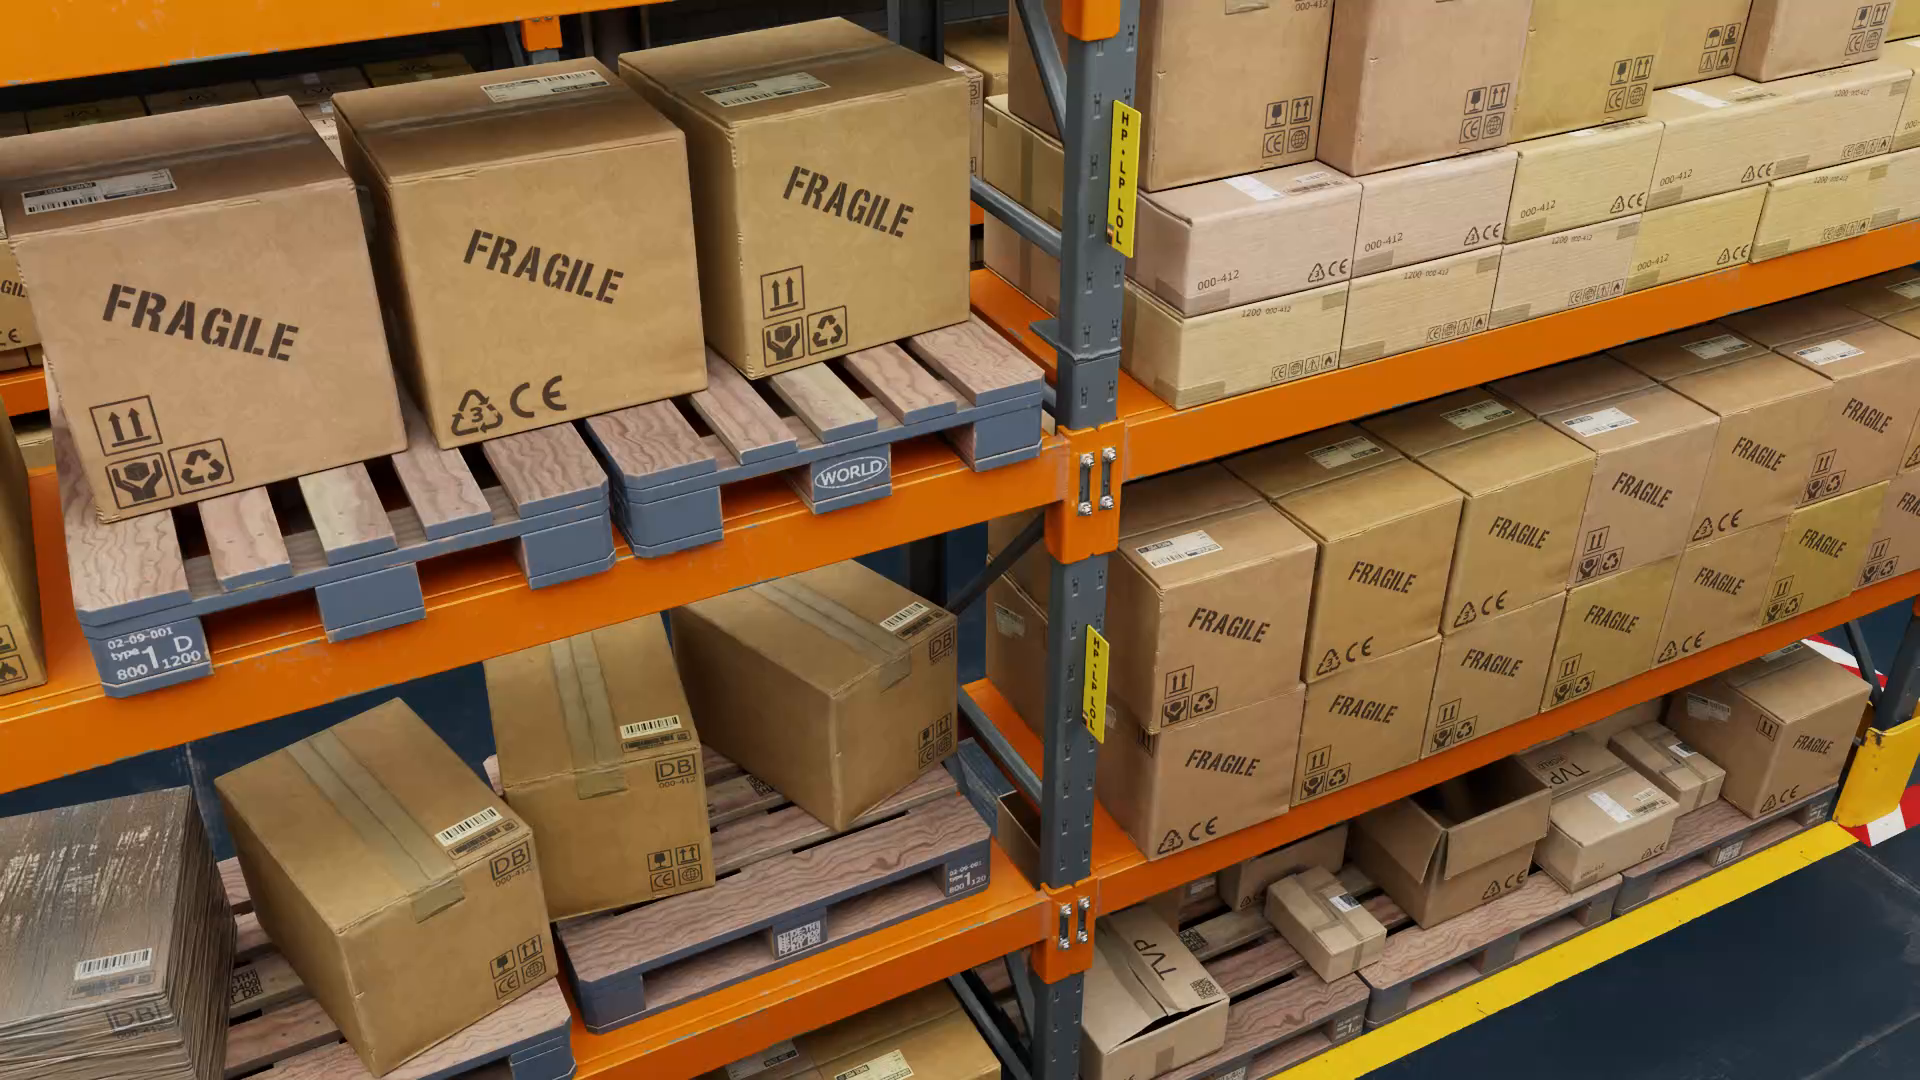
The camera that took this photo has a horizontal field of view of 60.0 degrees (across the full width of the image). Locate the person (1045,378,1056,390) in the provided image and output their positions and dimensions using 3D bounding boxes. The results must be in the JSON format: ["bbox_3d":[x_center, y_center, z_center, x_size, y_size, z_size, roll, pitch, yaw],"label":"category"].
[{"bbox_3d":[0.522,-0.817,8.430,0.560,1.779,0.380,-15,36,-22],"label":"person"}]
